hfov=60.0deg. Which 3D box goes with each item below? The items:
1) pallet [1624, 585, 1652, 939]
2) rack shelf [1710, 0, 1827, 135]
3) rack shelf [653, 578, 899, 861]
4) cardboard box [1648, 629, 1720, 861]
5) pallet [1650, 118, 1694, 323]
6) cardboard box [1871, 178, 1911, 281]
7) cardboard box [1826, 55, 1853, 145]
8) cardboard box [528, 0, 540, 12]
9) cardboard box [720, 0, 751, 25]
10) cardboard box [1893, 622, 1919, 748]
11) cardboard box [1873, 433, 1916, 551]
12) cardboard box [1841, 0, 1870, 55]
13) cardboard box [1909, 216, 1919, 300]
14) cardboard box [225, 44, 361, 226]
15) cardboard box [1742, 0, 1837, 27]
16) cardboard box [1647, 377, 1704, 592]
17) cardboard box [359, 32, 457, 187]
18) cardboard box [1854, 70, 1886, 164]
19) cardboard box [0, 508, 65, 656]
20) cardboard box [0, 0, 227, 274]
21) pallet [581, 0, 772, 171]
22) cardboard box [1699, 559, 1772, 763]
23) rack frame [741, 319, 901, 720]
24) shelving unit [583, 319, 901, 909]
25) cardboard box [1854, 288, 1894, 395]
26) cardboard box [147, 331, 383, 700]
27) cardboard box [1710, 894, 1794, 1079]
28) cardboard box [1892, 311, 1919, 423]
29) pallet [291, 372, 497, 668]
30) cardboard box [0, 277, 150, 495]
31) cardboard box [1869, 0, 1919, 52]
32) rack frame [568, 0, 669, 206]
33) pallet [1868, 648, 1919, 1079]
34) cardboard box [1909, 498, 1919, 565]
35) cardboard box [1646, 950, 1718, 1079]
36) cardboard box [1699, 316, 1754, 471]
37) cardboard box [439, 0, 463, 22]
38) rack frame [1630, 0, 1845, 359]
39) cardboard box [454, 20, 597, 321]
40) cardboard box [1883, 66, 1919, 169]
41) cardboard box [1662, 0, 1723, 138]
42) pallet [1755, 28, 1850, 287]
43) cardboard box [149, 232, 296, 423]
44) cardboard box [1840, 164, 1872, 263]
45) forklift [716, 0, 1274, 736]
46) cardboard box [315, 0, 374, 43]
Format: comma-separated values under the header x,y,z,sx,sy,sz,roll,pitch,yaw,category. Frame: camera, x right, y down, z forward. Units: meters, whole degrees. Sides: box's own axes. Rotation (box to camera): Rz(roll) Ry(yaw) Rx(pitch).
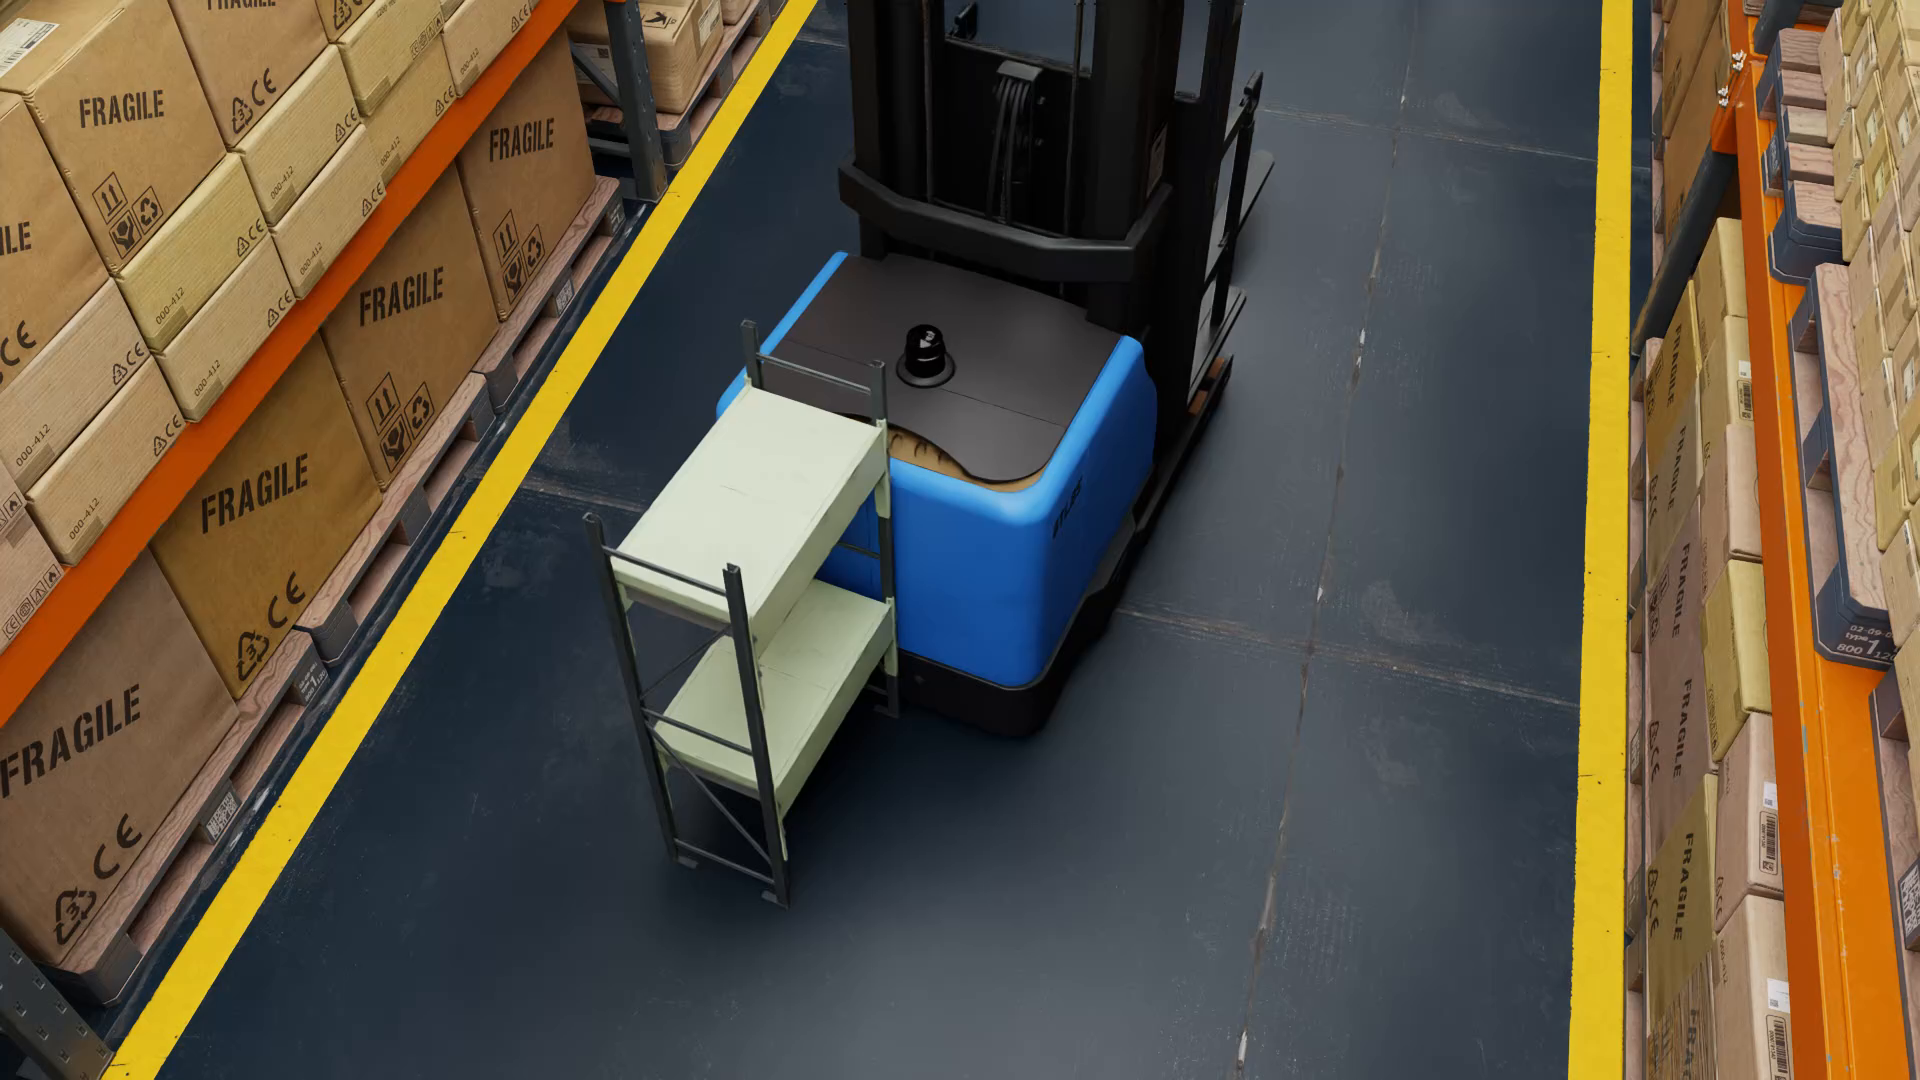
x,y,z,sx,sy,sz,roll,pitch,yaw,category
2.535,0.729,4.965,1.003,0.211,1.213,12,50,10,pallet
3.592,-2.846,6.741,1.077,0.370,4.000,12,50,10,rack shelf
-0.524,0.467,4.772,0.431,0.370,0.720,19,51,16,rack shelf
2.239,0.617,4.592,0.500,0.500,0.500,11,49,9,cardboard box
3.346,-1.271,6.731,1.003,0.211,1.213,12,50,10,pallet
2.476,-0.729,4.082,0.380,0.149,0.250,12,50,10,cardboard box
2.682,-1.216,4.710,0.380,0.149,0.250,14,50,12,cardboard box
-1.619,-2.075,5.681,0.500,0.250,0.500,10,49,9,cardboard box
-1.392,-2.753,7.652,0.950,0.372,0.625,11,49,9,cardboard box
2.128,0.324,3.351,0.380,0.149,0.250,9,49,8,cardboard box
2.266,-0.070,3.698,0.380,0.149,0.250,14,50,12,cardboard box
2.745,-1.482,4.747,0.380,0.149,0.250,14,50,12,cardboard box
2.413,-0.644,3.808,0.380,0.149,0.250,13,50,11,cardboard box
-2.002,-1.135,4.518,0.500,0.250,0.500,10,49,9,cardboard box
2.925,-2.050,5.492,0.500,0.500,0.500,12,50,10,cardboard box
2.504,-0.124,5.246,0.500,0.500,0.500,12,50,10,cardboard box
-1.887,-1.341,5.033,0.500,0.250,0.500,11,50,10,cardboard box
2.608,-1.092,4.402,0.380,0.149,0.250,10,49,9,cardboard box
-2.419,0.135,3.730,0.500,0.250,0.500,11,49,9,cardboard box
-2.155,-1.010,3.907,0.500,0.500,0.500,10,49,9,cardboard box
-1.529,-2.184,7.537,1.003,0.211,1.213,12,50,10,pallet
2.238,0.353,4.325,0.500,0.250,0.500,10,49,8,cardboard box
-0.372,0.002,4.748,0.400,1.500,0.023,19,51,16,rack frame
-0.524,0.251,4.528,0.431,1.500,0.755,19,51,16,shelving unit
2.406,-0.450,4.034,0.380,0.149,0.250,12,50,11,cardboard box
-2.473,-0.203,5.066,0.875,0.875,0.875,13,50,11,cardboard box
1.965,1.107,3.659,0.500,0.250,0.500,10,49,9,cardboard box
2.340,-0.354,3.751,0.380,0.149,0.250,13,50,11,cardboard box
-2.340,-0.184,5.771,1.003,0.211,1.213,12,50,10,pallet
-2.291,-0.409,3.877,0.500,0.250,0.500,12,50,11,cardboard box
2.689,-1.400,4.475,0.380,0.149,0.250,10,49,9,cardboard box
-1.737,-2.542,5.993,1.000,3.000,0.127,12,50,10,rack frame
2.354,0.795,3.176,1.003,0.211,1.213,12,50,10,pallet
2.201,0.018,3.422,0.380,0.149,0.250,9,49,8,cardboard box
1.964,1.359,3.937,0.500,0.500,0.500,11,49,9,cardboard box
2.517,-0.380,4.972,0.500,0.250,0.500,11,49,10,cardboard box
-1.750,-1.885,5.180,0.500,0.250,0.500,10,49,9,cardboard box
3.066,-1.638,5.195,1.000,3.000,0.127,12,50,10,rack frame
-1.999,-1.494,6.205,0.875,0.875,0.875,11,50,10,cardboard box
2.550,-1.032,4.151,0.380,0.149,0.250,10,49,8,cardboard box
3.539,-2.088,6.813,1.050,0.750,0.750,12,50,11,cardboard box
2.981,-1.038,4.793,1.213,0.211,1.003,12,50,10,pallet
-2.134,-0.607,4.385,0.500,0.250,0.500,11,50,10,cardboard box
2.542,-0.825,4.365,0.380,0.149,0.250,14,50,12,cardboard box
0.363,-1.487,5.108,1.130,2.935,3.031,19,51,16,forklift
-1.885,-1.749,4.560,0.500,0.500,0.500,12,50,10,cardboard box
